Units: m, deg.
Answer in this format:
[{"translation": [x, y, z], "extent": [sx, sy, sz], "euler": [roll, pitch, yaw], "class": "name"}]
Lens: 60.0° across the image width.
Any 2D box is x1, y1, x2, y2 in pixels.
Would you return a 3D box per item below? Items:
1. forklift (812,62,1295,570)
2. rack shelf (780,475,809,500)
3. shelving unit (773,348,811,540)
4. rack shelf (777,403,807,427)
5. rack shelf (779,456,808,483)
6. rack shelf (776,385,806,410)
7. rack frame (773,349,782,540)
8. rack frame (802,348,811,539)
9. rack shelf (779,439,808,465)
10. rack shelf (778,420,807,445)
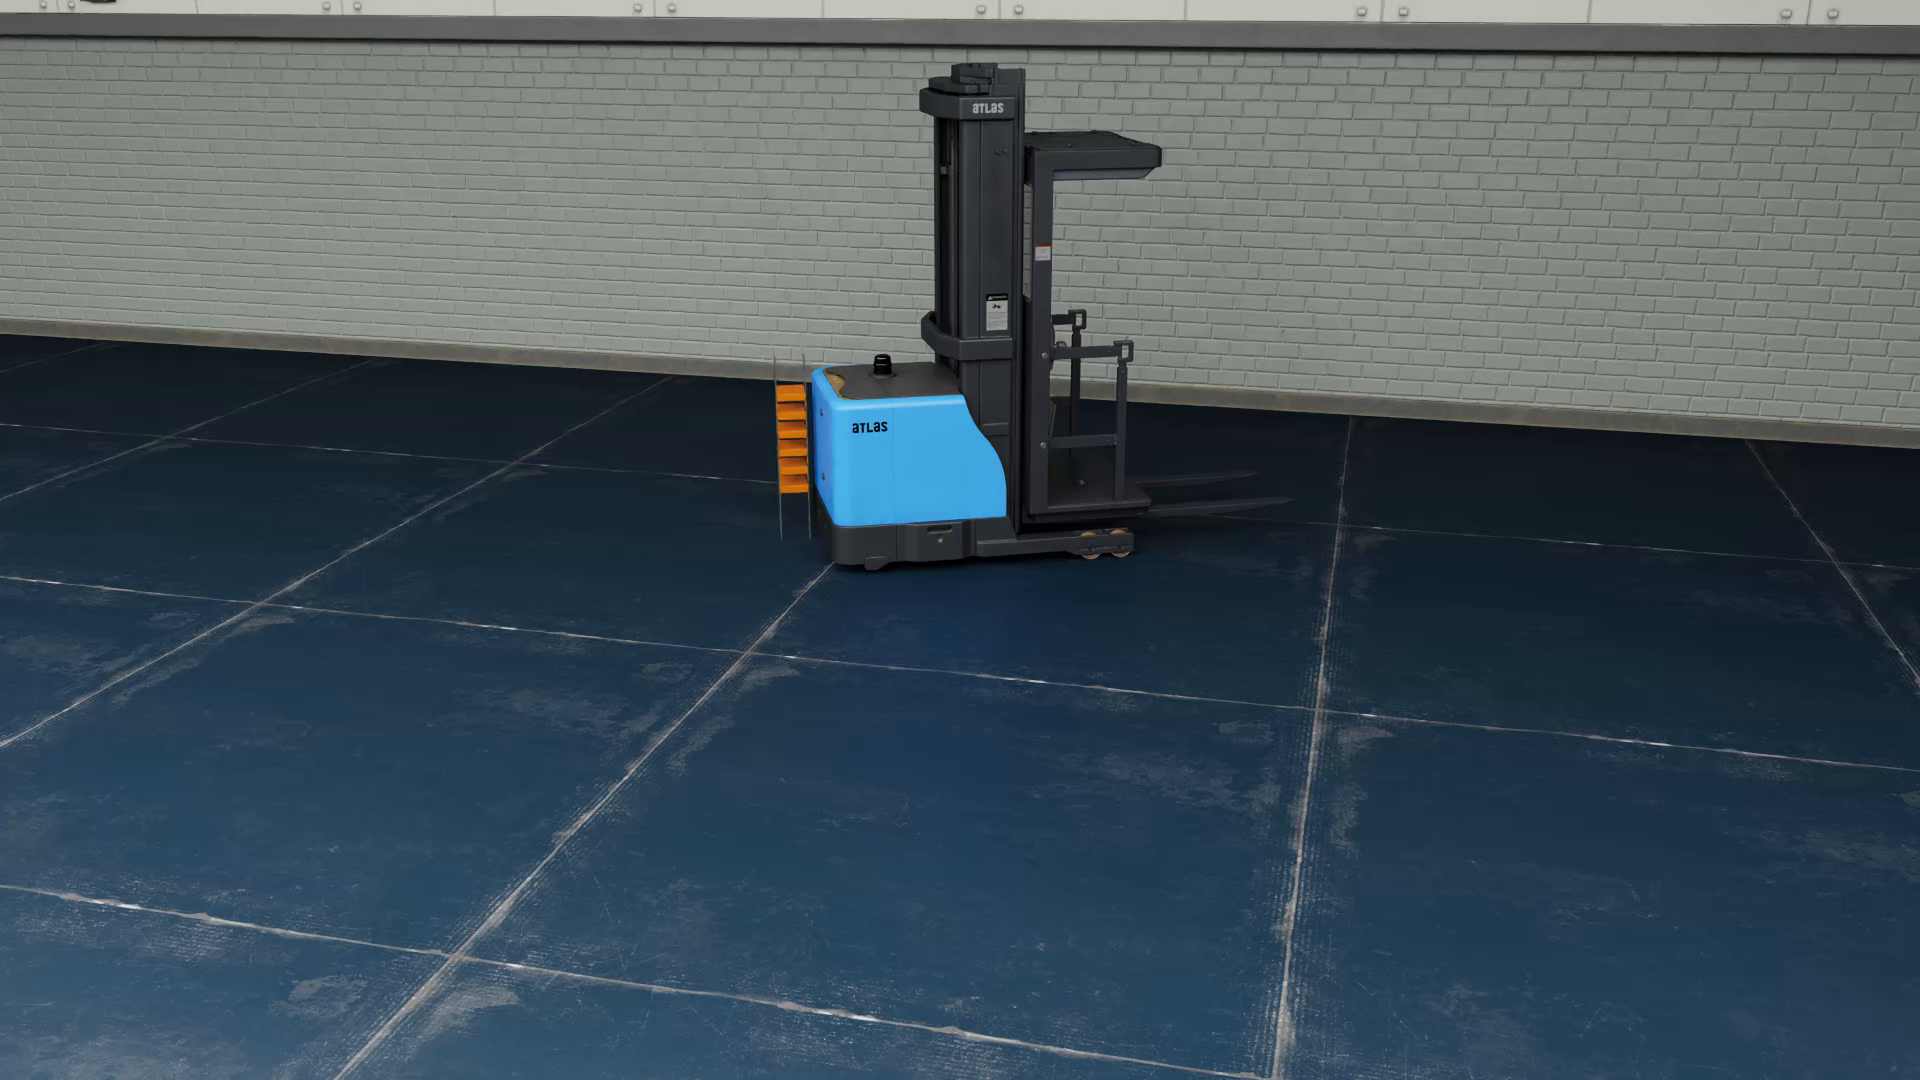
[{"translation": [0.615, -1.431, 10.342], "extent": [3.031, 2.935, 1.130], "euler": [-4, 19, -12], "class": "forklift"}, {"translation": [-1.071, -0.341, 10.708], "extent": [0.180, 0.103, 0.258], "euler": [-3, 19, -8], "class": "rack shelf"}, {"translation": [-1.072, -0.610, 10.616], "extent": [0.189, 1.200, 0.258], "euler": [-3, 19, -8], "class": "shelving unit"}, {"translation": [-1.072, -0.795, 10.553], "extent": [0.180, 0.103, 0.258], "euler": [-3, 19, -8], "class": "rack shelf"}, {"translation": [-1.071, -0.454, 10.669], "extent": [0.180, 0.103, 0.258], "euler": [-3, 19, -8], "class": "rack shelf"}, {"translation": [-1.072, -0.908, 10.514], "extent": [0.180, 0.103, 0.258], "euler": [-3, 19, -8], "class": "rack shelf"}, {"translation": [-1.162, -0.605, 10.604], "extent": [0.006, 1.200, 0.240], "euler": [-3, 19, -8], "class": "rack frame"}, {"translation": [-0.981, -0.614, 10.628], "extent": [0.006, 1.200, 0.240], "euler": [-3, 19, -8], "class": "rack frame"}, {"translation": [-1.072, -0.568, 10.630], "extent": [0.180, 0.103, 0.258], "euler": [-3, 19, -8], "class": "rack shelf"}, {"translation": [-1.072, -0.681, 10.592], "extent": [0.180, 0.103, 0.258], "euler": [-3, 19, -8], "class": "rack shelf"}]
